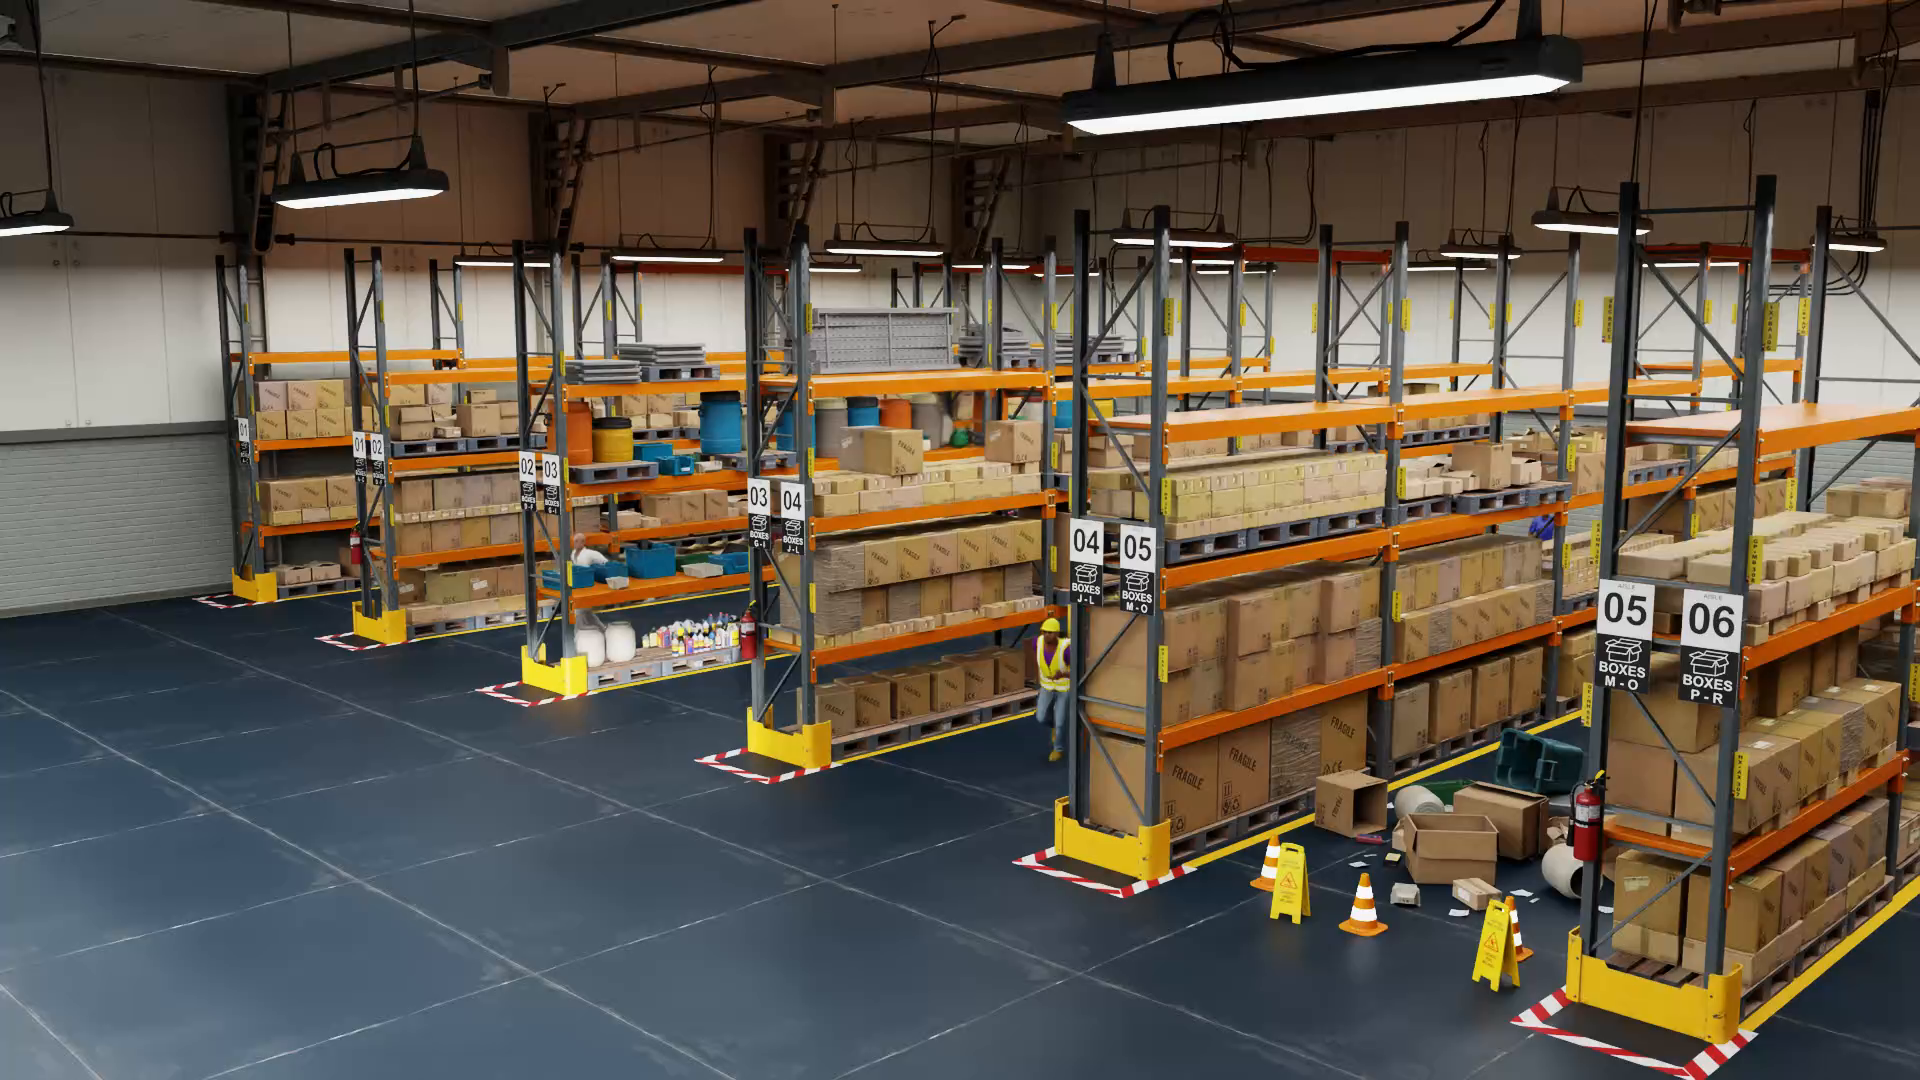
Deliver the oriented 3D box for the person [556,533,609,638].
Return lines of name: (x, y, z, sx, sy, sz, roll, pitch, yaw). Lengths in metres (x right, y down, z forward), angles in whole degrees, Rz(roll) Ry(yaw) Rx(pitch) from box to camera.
person: (-5.544, 0.807, 24.550, 0.674, 1.841, 0.950, 7, 11, 41)

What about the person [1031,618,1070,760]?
person: (1.050, 1.691, 18.767, 0.685, 1.682, 0.713, 3, 9, 23)

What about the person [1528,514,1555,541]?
person: (10.387, 0.180, 29.557, 0.589, 1.612, 0.843, 3, 9, 22)

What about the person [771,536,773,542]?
person: (-4.074, -0.452, 33.888, 0.661, 1.680, 0.585, 8, 11, 44)
